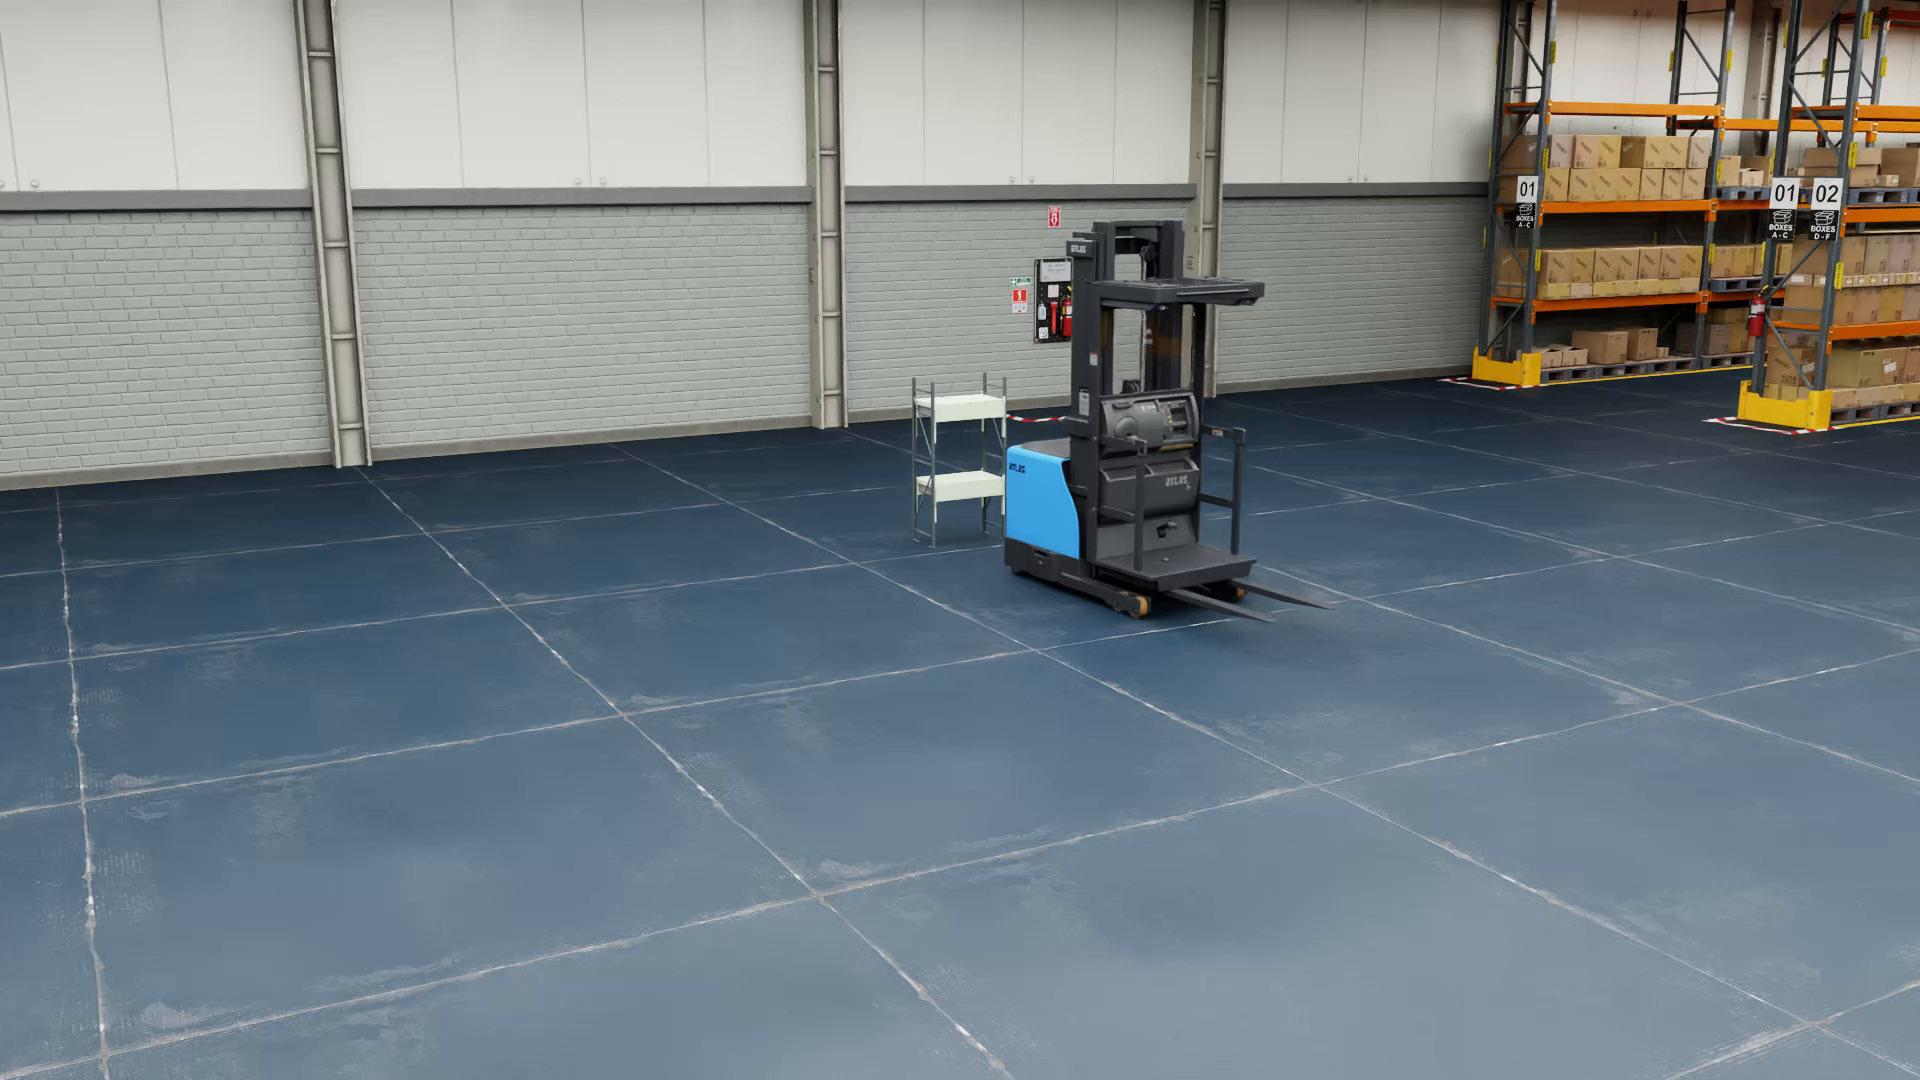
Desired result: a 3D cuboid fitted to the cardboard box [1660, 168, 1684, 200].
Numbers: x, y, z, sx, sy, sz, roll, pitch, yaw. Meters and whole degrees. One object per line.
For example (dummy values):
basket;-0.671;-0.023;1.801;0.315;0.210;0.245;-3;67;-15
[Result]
cardboard box;11.354;-5.775;26.972;0.500;0.500;0.500;-8;15;-33

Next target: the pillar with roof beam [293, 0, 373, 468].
pillar with roof beam;-4.919;-4.427;14.427;0.400;9.000;9.100;-7;14;-28

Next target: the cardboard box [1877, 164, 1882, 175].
cardboard box;12.367;-4.953;22.521;0.500;0.311;0.500;-5;14;-21

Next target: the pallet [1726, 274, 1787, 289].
pallet;13.922;-4.515;28.918;1.213;0.211;1.003;-7;14;-28

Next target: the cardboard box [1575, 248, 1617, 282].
cardboard box;10.076;-4.381;26.474;0.500;0.500;0.500;-7;15;-30

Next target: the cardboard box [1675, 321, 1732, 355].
cardboard box;12.767;-3.480;28.572;0.500;0.500;0.700;-6;14;-26

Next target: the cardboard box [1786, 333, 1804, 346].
cardboard box;14.525;-3.703;29.561;0.500;0.500;0.700;-7;14;-28

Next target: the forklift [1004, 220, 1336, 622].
forklift;1.610;-0.957;12.827;1.130;2.935;3.031;-8;15;-33

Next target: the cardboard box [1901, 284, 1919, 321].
cardboard box;12.768;-3.288;22.800;0.500;0.500;0.700;-6;14;-26

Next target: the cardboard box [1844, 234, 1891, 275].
cardboard box;11.916;-3.819;22.207;0.500;0.500;0.700;-7;15;-29

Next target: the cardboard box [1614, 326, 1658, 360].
cardboard box;11.237;-3.282;27.695;0.500;0.500;0.500;-8;15;-32

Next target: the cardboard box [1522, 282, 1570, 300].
cardboard box;9.198;-3.910;26.089;0.500;0.250;0.500;-7;15;-29

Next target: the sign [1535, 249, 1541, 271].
sign;8.878;-4.301;25.559;0.005;0.325;0.100;-7;14;-28

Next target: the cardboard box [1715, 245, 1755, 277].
cardboard box;13.086;-4.772;28.392;0.500;0.500;0.700;-5;14;-22

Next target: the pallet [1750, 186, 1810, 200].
pallet;13.630;-5.930;28.364;1.003;0.211;1.213;-7;14;-28

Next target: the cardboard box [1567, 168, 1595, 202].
cardboard box;9.520;-5.542;25.938;0.500;0.500;0.500;-6;14;-24

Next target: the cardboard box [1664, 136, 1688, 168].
cardboard box;11.340;-6.249;26.803;0.500;0.500;0.500;-6;14;-25

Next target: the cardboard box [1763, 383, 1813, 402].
cardboard box;11.324;-2.006;22.637;0.500;0.250;0.500;-7;14;-28

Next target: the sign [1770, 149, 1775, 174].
sign;10.747;-4.992;21.931;0.005;0.325;0.100;-7;14;-28

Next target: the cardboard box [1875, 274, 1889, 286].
cardboard box;12.115;-3.475;22.152;0.250;0.149;0.380;-7;14;-29

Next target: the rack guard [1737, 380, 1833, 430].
rack guard;10.973;-1.807;22.141;0.348;0.500;1.175;-7;14;-28

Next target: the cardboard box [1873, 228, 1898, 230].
cardboard box;17.268;-5.653;30.878;0.500;0.250;0.500;-7;15;-29

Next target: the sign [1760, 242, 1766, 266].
sign;10.747;-3.816;22.196;0.005;0.325;0.100;-7;14;-28

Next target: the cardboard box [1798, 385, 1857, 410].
cardboard box;11.572;-1.906;22.194;0.500;0.250;0.500;-7;14;-28

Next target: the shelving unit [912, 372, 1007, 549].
shelving unit;-0.006;-0.731;15.082;0.755;1.500;0.431;-7;14;-28

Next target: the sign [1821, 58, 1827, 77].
sign;15.370;-8.391;29.553;0.005;0.325;0.100;-7;14;-28

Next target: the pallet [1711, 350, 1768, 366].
pallet;13.883;-3.255;29.234;1.213;0.211;1.003;-7;14;-28

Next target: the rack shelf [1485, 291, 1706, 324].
rack shelf;10.373;-3.843;27.132;4.000;0.370;1.077;-7;14;-28

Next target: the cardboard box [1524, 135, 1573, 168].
cardboard box;9.072;-5.987;25.638;0.500;0.500;0.500;-8;15;-32

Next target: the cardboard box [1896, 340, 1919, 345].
cardboard box;13.322;-2.485;23.057;0.500;0.500;0.500;-7;14;-28

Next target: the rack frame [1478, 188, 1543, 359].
rack frame;8.618;-3.983;26.118;0.127;3.000;1.000;-7;14;-28

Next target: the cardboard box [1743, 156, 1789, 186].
cardboard box;13.729;-6.293;28.365;0.500;0.500;0.500;-7;15;-30

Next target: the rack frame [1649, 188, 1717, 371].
rack frame;12.129;-4.404;27.988;0.127;3.000;1.000;-7;14;-28

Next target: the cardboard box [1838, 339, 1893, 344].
cardboard box;12.633;-2.533;23.270;0.500;0.500;0.500;-7;14;-28

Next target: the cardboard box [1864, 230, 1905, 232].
cardboard box;16.633;-5.449;29.973;0.500;0.250;0.500;-7;14;-29

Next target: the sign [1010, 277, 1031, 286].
sign;0.837;-3.576;23.021;0.331;0.109;0.001;-7;14;-28

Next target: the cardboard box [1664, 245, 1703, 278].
cardboard box;11.862;-4.597;27.434;0.500;0.500;0.500;-7;14;-28

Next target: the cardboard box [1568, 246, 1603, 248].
cardboard box;10.270;-4.536;27.160;0.500;0.500;0.500;-7;14;-27

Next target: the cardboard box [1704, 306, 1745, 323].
cardboard box;13.152;-3.893;28.699;0.500;0.250;0.500;-7;15;-29

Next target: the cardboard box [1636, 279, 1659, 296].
cardboard box;10.983;-4.126;27.047;0.500;0.250;0.500;-7;14;-28

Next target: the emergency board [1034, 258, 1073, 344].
emergency board;1.364;-3.340;23.259;0.643;1.169;0.194;-7;14;-28

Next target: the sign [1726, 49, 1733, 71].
sign;12.372;-7.719;26.745;0.005;0.325;0.100;-7;14;-28

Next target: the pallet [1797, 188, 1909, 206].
pallet;11.628;-4.519;21.867;1.213;0.211;1.003;-7;14;-28

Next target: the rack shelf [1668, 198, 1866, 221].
rack shelf;13.884;-5.727;28.673;4.000;0.370;1.077;-7;14;-28

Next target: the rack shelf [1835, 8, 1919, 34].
rack shelf;17.395;-9.233;29.848;4.000;0.370;1.077;-7;14;-28

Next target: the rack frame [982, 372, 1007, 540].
rack frame;0.315;-0.769;15.253;0.023;1.500;0.400;-7;14;-28

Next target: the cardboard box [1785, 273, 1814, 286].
cardboard box;11.239;-3.471;22.138;0.250;0.149;0.380;-7;15;-29
